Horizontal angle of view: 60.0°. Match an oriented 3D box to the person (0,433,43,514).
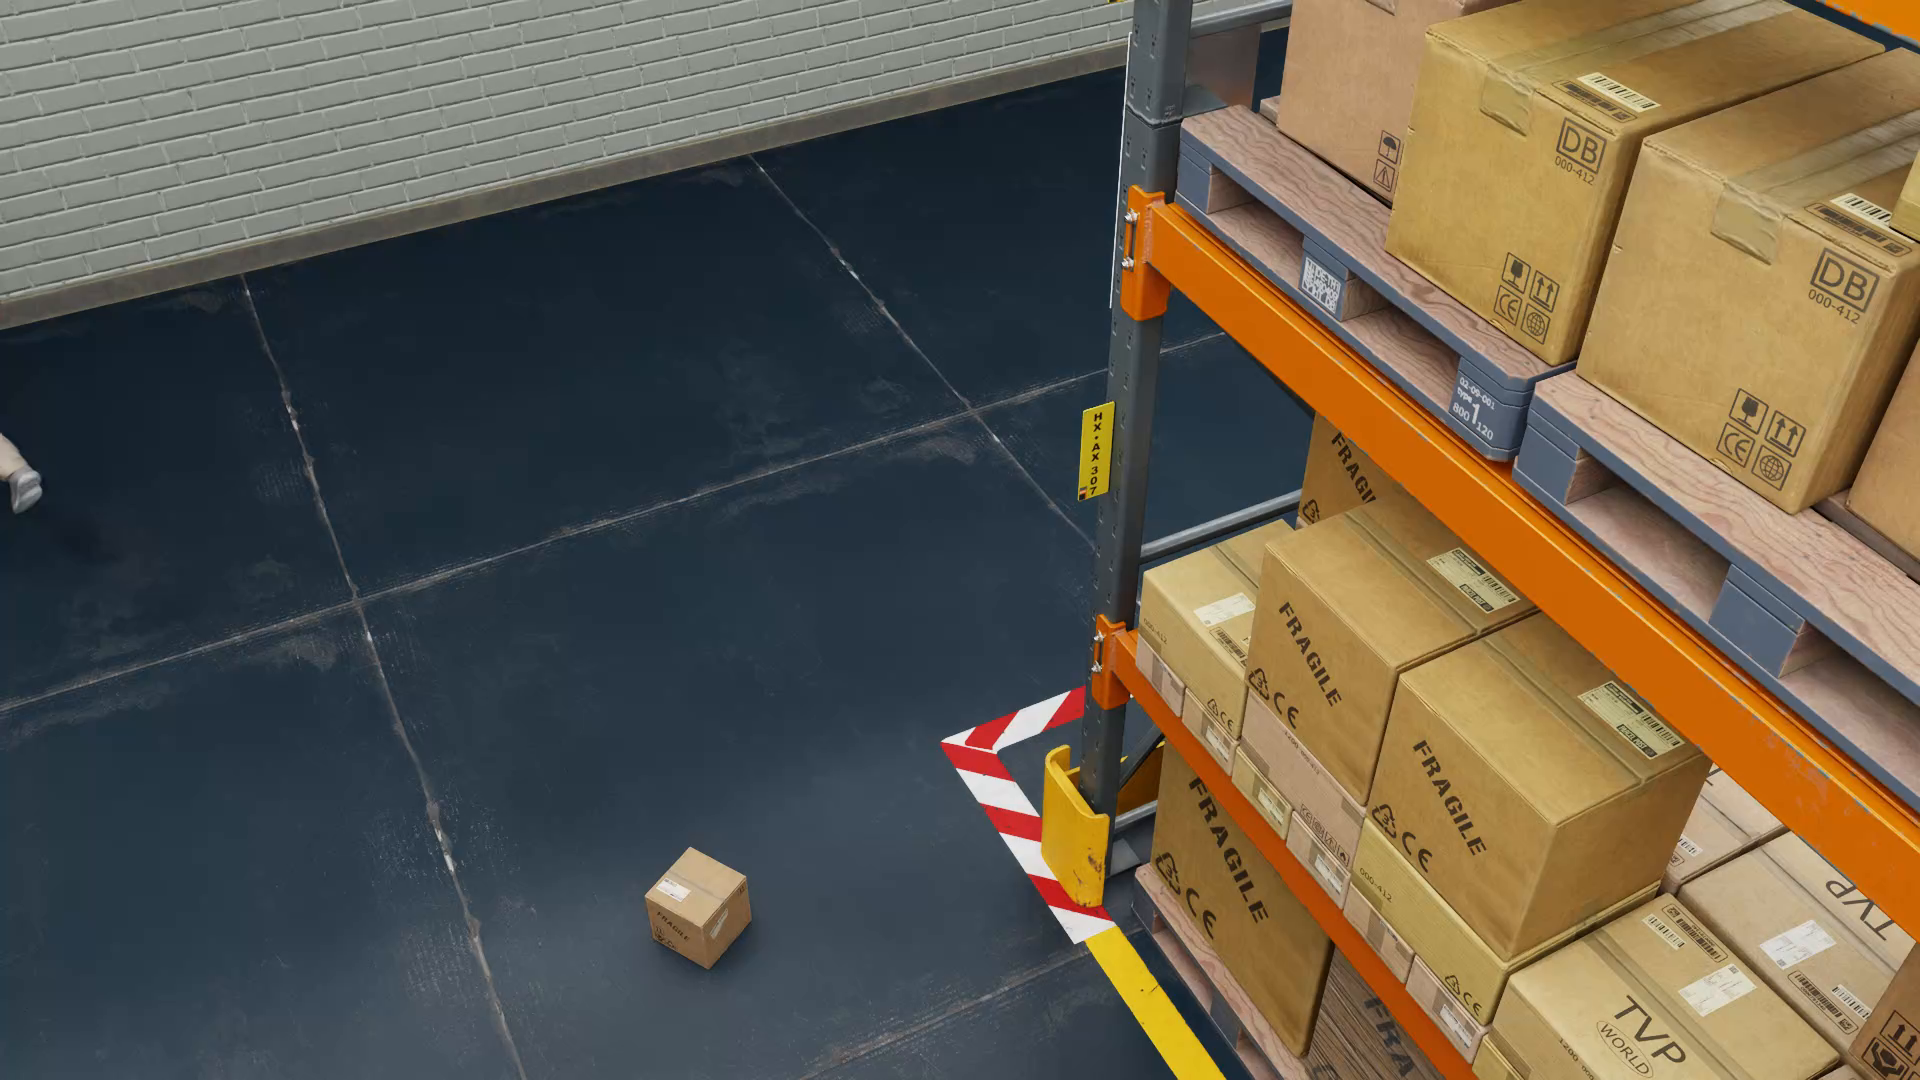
[{"bbox_3d":[-4.446,-0.738,6.991,0.735,1.697,0.551,18,44,20],"label":"person"}]
